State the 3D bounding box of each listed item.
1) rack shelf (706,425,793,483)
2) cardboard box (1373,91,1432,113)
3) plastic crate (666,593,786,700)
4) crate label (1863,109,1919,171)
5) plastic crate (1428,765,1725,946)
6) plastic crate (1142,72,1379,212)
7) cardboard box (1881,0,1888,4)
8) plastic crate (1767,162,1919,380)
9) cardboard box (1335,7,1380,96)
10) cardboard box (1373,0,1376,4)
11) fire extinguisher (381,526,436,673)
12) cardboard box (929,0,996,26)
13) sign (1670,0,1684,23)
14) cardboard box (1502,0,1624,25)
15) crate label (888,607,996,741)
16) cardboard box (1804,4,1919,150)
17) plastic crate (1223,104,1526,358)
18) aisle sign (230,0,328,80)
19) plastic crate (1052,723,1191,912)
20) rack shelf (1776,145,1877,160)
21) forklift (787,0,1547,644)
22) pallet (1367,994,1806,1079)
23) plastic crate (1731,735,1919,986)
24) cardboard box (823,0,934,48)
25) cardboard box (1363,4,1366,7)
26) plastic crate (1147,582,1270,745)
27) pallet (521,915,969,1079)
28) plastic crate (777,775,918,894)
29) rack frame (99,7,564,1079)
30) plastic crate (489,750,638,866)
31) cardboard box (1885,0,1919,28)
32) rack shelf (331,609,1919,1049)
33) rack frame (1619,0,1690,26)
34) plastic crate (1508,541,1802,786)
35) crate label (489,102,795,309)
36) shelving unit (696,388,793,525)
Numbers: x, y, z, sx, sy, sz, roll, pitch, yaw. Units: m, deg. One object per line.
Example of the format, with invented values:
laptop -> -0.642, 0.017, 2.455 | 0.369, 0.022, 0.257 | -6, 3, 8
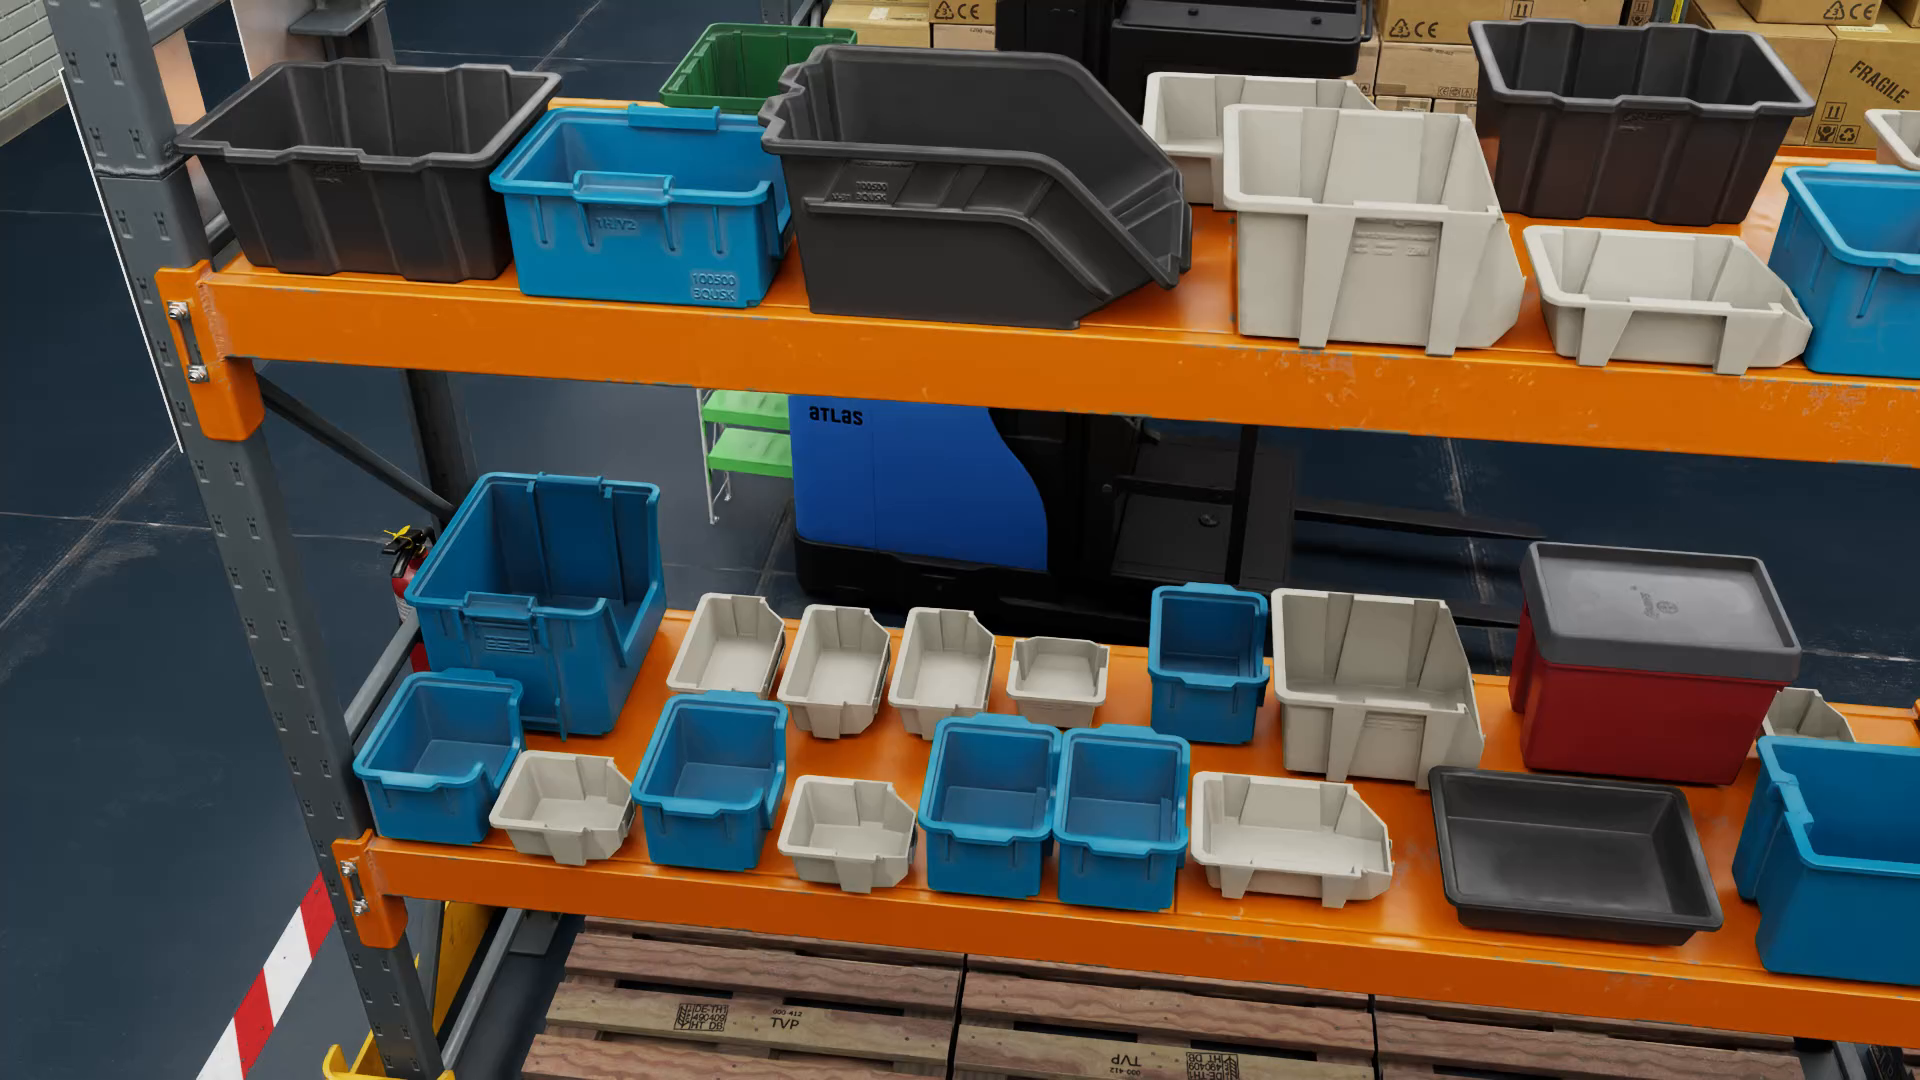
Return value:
rack shelf -> -0.831, -0.348, 7.228 | 0.480, 0.148, 0.258 | 7, 36, 10
cardboard box -> 2.053, -2.065, 7.777 | 0.250, 0.149, 0.380 | 5, 36, 7
plastic crate -> -0.604, 0.320, 4.394 | 0.243, 0.136, 0.396 | 4, 36, 6
crate label -> 2.083, -0.739, 3.348 | 0.466, 0.136, 0.293 | 4, 36, 6
plastic crate -> 1.387, 0.737, 3.820 | 0.590, 0.125, 0.437 | 4, 36, 6
plastic crate -> 0.645, -0.822, 3.465 | 0.530, 0.136, 0.437 | 4, 36, 6
cardboard box -> 4.151, -2.399, 7.943 | 0.500, 0.500, 0.500 | 5, 36, 7
plastic crate -> 1.588, -0.459, 2.873 | 0.300, 0.233, 0.416 | 4, 36, 6
cardboard box -> 1.671, -2.292, 7.753 | 0.500, 0.250, 0.500 | 5, 36, 7
cardboard box -> 2.233, -2.865, 7.910 | 0.500, 0.500, 0.500 | 4, 36, 6
fire extinguisher -> -1.527, 0.192, 4.787 | 0.183, 0.674, 0.296 | 4, 36, 6
cardboard box -> 0.133, -2.709, 7.692 | 0.500, 0.500, 0.500 | 3, 36, 5
sign -> 3.093, -2.341, 7.135 | 0.005, 0.325, 0.100 | 4, 36, 6
cardboard box -> 2.673, -2.522, 7.428 | 0.500, 0.500, 0.500 | 5, 36, 7
crate label -> -0.039, 0.357, 4.343 | 0.243, 0.136, 0.396 | 4, 36, 6
cardboard box -> 4.086, -2.102, 7.527 | 0.500, 0.500, 0.500 | 4, 36, 6
plastic crate -> 0.723, -0.549, 2.957 | 0.530, 0.282, 0.437 | 4, 36, 6
aisle sign -> -1.470, -0.951, 3.762 | 0.004, 0.787, 0.394 | 4, 36, 6
plastic crate -> 0.371, 0.653, 3.846 | 0.300, 0.233, 0.416 | 4, 36, 6
rack shelf -> 5.146, -1.836, 7.859 | 4.000, 0.370, 1.077 | 4, 36, 6
forklift -> 0.891, -1.051, 6.200 | 3.031, 2.935, 1.130 | 7, 36, 10
pallet -> 1.798, 1.680, 4.714 | 1.213, 0.211, 1.003 | 4, 36, 6
plastic crate -> 2.025, 0.722, 3.619 | 0.575, 0.384, 0.392 | 4, 36, 6
cardboard box -> -0.363, -2.441, 7.961 | 0.500, 0.250, 0.500 | 3, 36, 5
cardboard box -> 1.723, -2.597, 8.179 | 0.500, 0.250, 0.500 | 5, 36, 7
plastic crate -> 0.634, 0.329, 4.299 | 0.300, 0.233, 0.416 | 4, 36, 6
pallet -> -0.623, 1.500, 4.967 | 1.213, 0.211, 1.003 | 4, 36, 6
plastic crate -> -0.252, 0.694, 3.871 | 0.298, 0.136, 0.250 | 4, 36, 6
rack frame -> -1.436, 0.282, 4.273 | 0.127, 3.000, 1.000 | 4, 36, 6
plastic crate -> -0.925, 0.644, 3.941 | 0.298, 0.136, 0.250 | 4, 36, 6
cardboard box -> 4.476, -2.625, 7.397 | 0.637, 0.503, 0.797 | 5, 36, 6
rack shelf -> 0.548, 0.722, 4.275 | 4.000, 0.370, 1.077 | 4, 36, 6
rack frame -> 3.163, -2.276, 7.857 | 0.127, 3.000, 1.000 | 4, 36, 6
plastic crate -> 1.678, 0.316, 4.118 | 0.583, 0.464, 0.402 | 4, 36, 6
crate label -> -0.562, -0.624, 3.089 | 0.502, 0.251, 0.408 | 4, 36, 6
shelving unit -> -0.831, -0.596, 7.052 | 0.503, 1.200, 0.258 | 7, 36, 10
